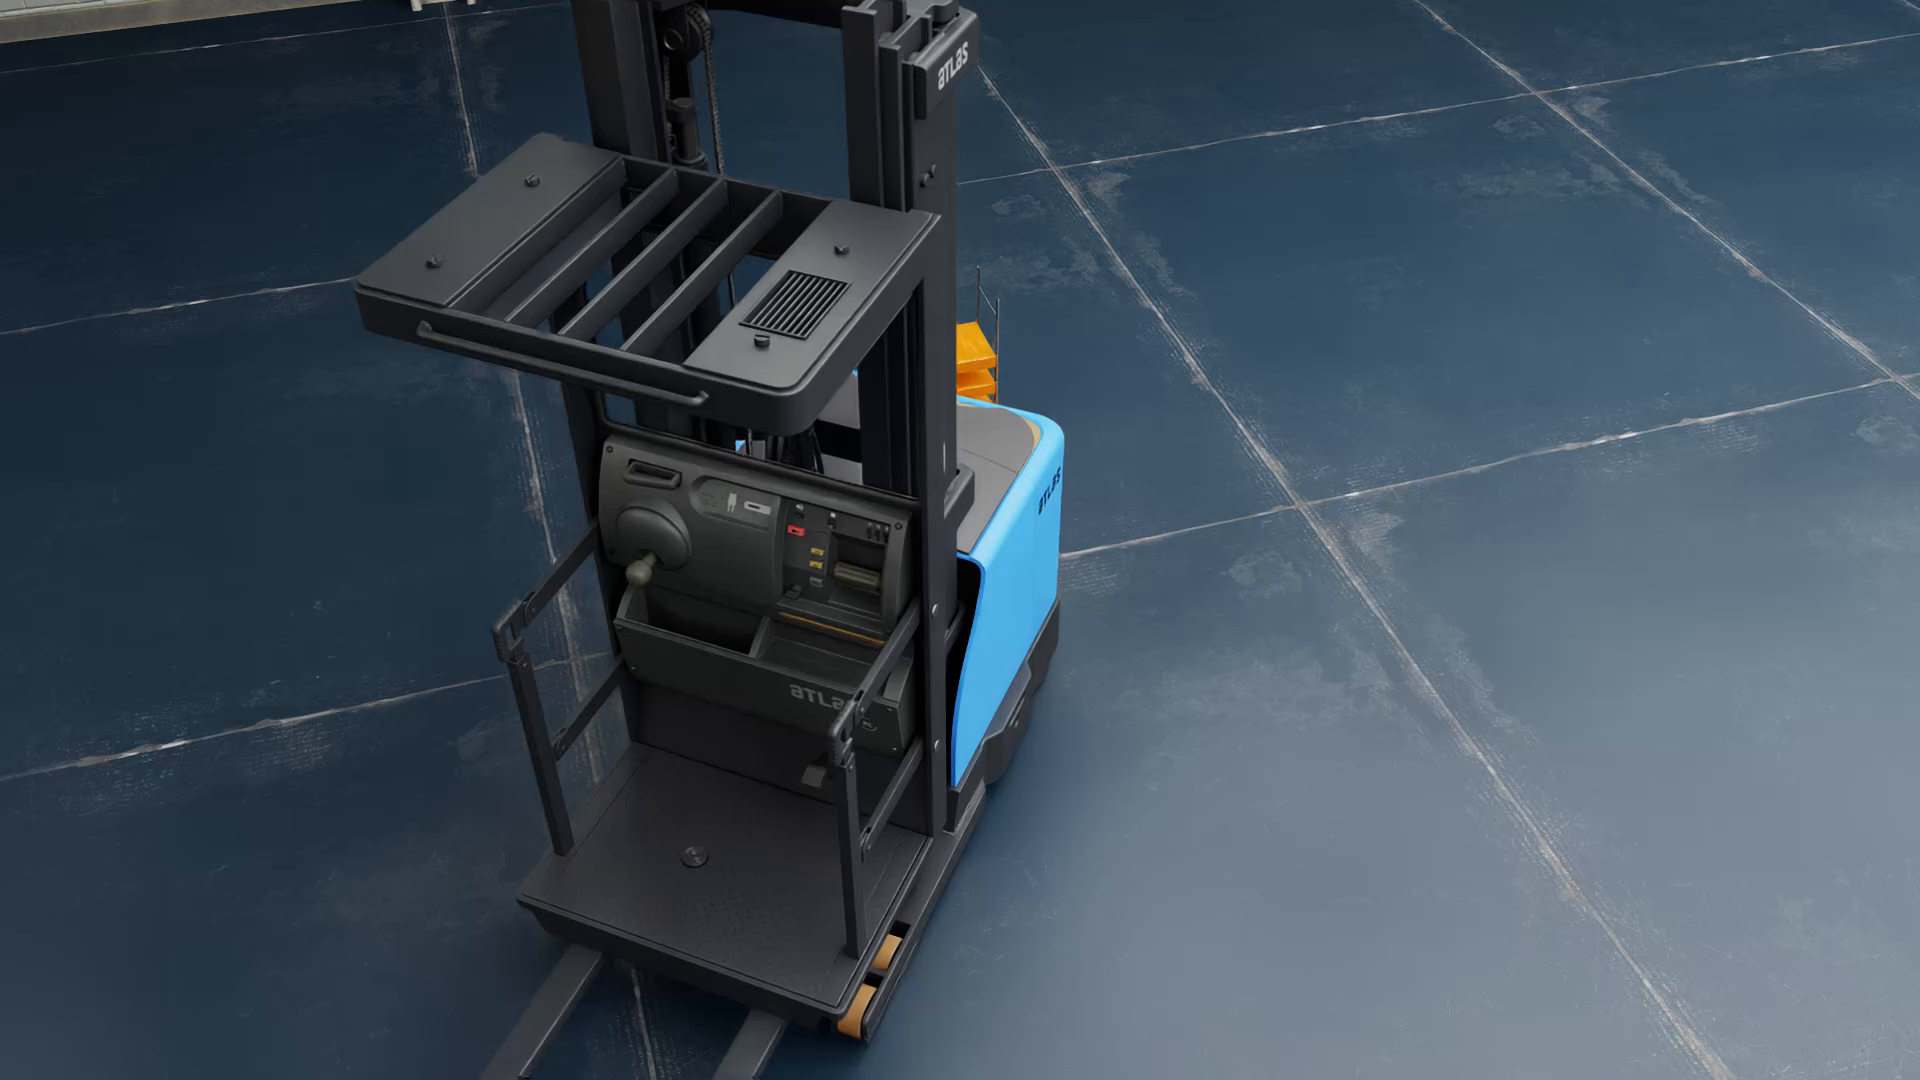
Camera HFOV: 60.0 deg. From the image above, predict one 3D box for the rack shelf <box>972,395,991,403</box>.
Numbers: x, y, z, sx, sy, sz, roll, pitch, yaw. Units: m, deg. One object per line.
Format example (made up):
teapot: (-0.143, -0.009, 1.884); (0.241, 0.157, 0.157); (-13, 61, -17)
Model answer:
rack shelf: (0.014, -0.512, 6.309); (0.180, 0.103, 0.258); (-12, 42, -13)

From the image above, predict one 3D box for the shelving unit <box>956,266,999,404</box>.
shelving unit: (0.014, -0.455, 6.359); (0.189, 1.200, 0.258); (-12, 42, -13)

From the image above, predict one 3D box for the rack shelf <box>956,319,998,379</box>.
rack shelf: (0.014, -0.692, 6.151); (0.180, 0.103, 0.258); (-12, 42, -13)

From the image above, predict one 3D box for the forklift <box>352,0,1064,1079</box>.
forklift: (-0.658, 0.079, 4.432); (1.130, 2.935, 3.031); (15, 43, 16)

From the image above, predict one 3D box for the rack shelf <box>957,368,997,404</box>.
rack shelf: (0.014, -0.602, 6.230); (0.180, 0.103, 0.258); (-12, 42, -13)

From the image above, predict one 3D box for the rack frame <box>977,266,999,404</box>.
rack frame: (0.101, -0.473, 6.379); (0.006, 1.200, 0.240); (-12, 42, -13)
